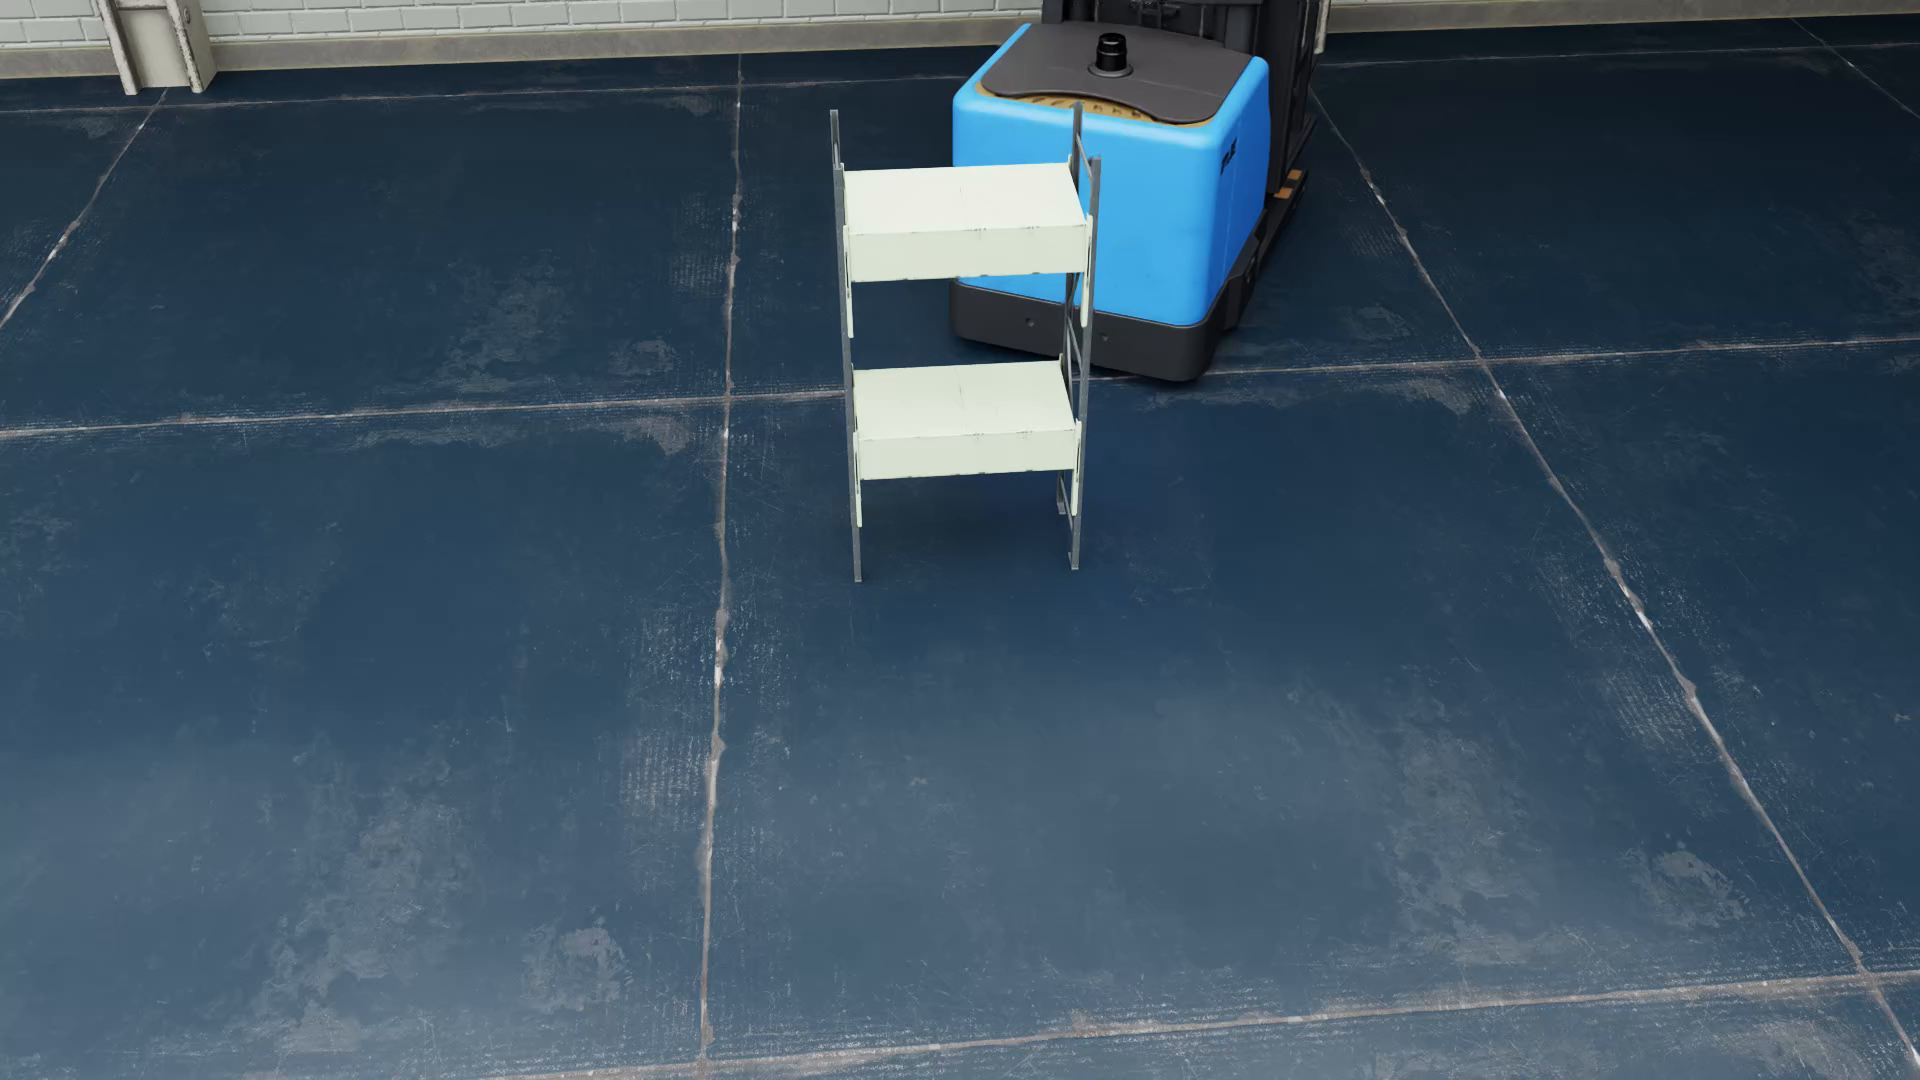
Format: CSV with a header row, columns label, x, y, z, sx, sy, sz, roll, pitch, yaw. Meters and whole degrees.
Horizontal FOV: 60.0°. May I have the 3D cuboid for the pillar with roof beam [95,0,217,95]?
label,x,y,z,sx,sy,sz,roll,pitch,yaw
pillar with roof beam,-3.803,-3.313,2.684,0.400,9.000,9.100,-3,38,-4

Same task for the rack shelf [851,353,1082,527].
label,x,y,z,sx,sy,sz,roll,pitch,yaw
rack shelf,0.007,-0.333,5.488,0.720,0.370,0.431,-3,38,-4

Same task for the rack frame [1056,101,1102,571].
label,x,y,z,sx,sy,sz,roll,pitch,yaw
rack frame,0.371,-0.609,5.311,0.023,1.500,0.400,-3,38,-4

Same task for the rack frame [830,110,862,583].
label,x,y,z,sx,sy,sz,roll,pitch,yaw
rack frame,-0.358,-0.569,5.260,0.023,1.500,0.400,-3,38,-4

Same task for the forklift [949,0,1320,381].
label,x,y,z,sx,sy,sz,roll,pitch,yaw
forklift,0.969,-2.677,6.776,1.130,2.935,3.031,14,40,17

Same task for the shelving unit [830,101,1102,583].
label,x,y,z,sx,sy,sz,roll,pitch,yaw
shelving unit,0.007,-0.589,5.286,0.755,1.500,0.431,-3,38,-4

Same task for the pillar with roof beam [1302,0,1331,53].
label,x,y,z,sx,sy,sz,roll,pitch,yaw
pillar with roof beam,2.174,-3.642,3.101,0.400,9.000,9.100,-3,38,-4

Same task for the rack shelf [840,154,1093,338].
label,x,y,z,sx,sy,sz,roll,pitch,yaw
rack shelf,0.007,-0.896,5.044,0.720,0.370,0.431,-3,38,-4
